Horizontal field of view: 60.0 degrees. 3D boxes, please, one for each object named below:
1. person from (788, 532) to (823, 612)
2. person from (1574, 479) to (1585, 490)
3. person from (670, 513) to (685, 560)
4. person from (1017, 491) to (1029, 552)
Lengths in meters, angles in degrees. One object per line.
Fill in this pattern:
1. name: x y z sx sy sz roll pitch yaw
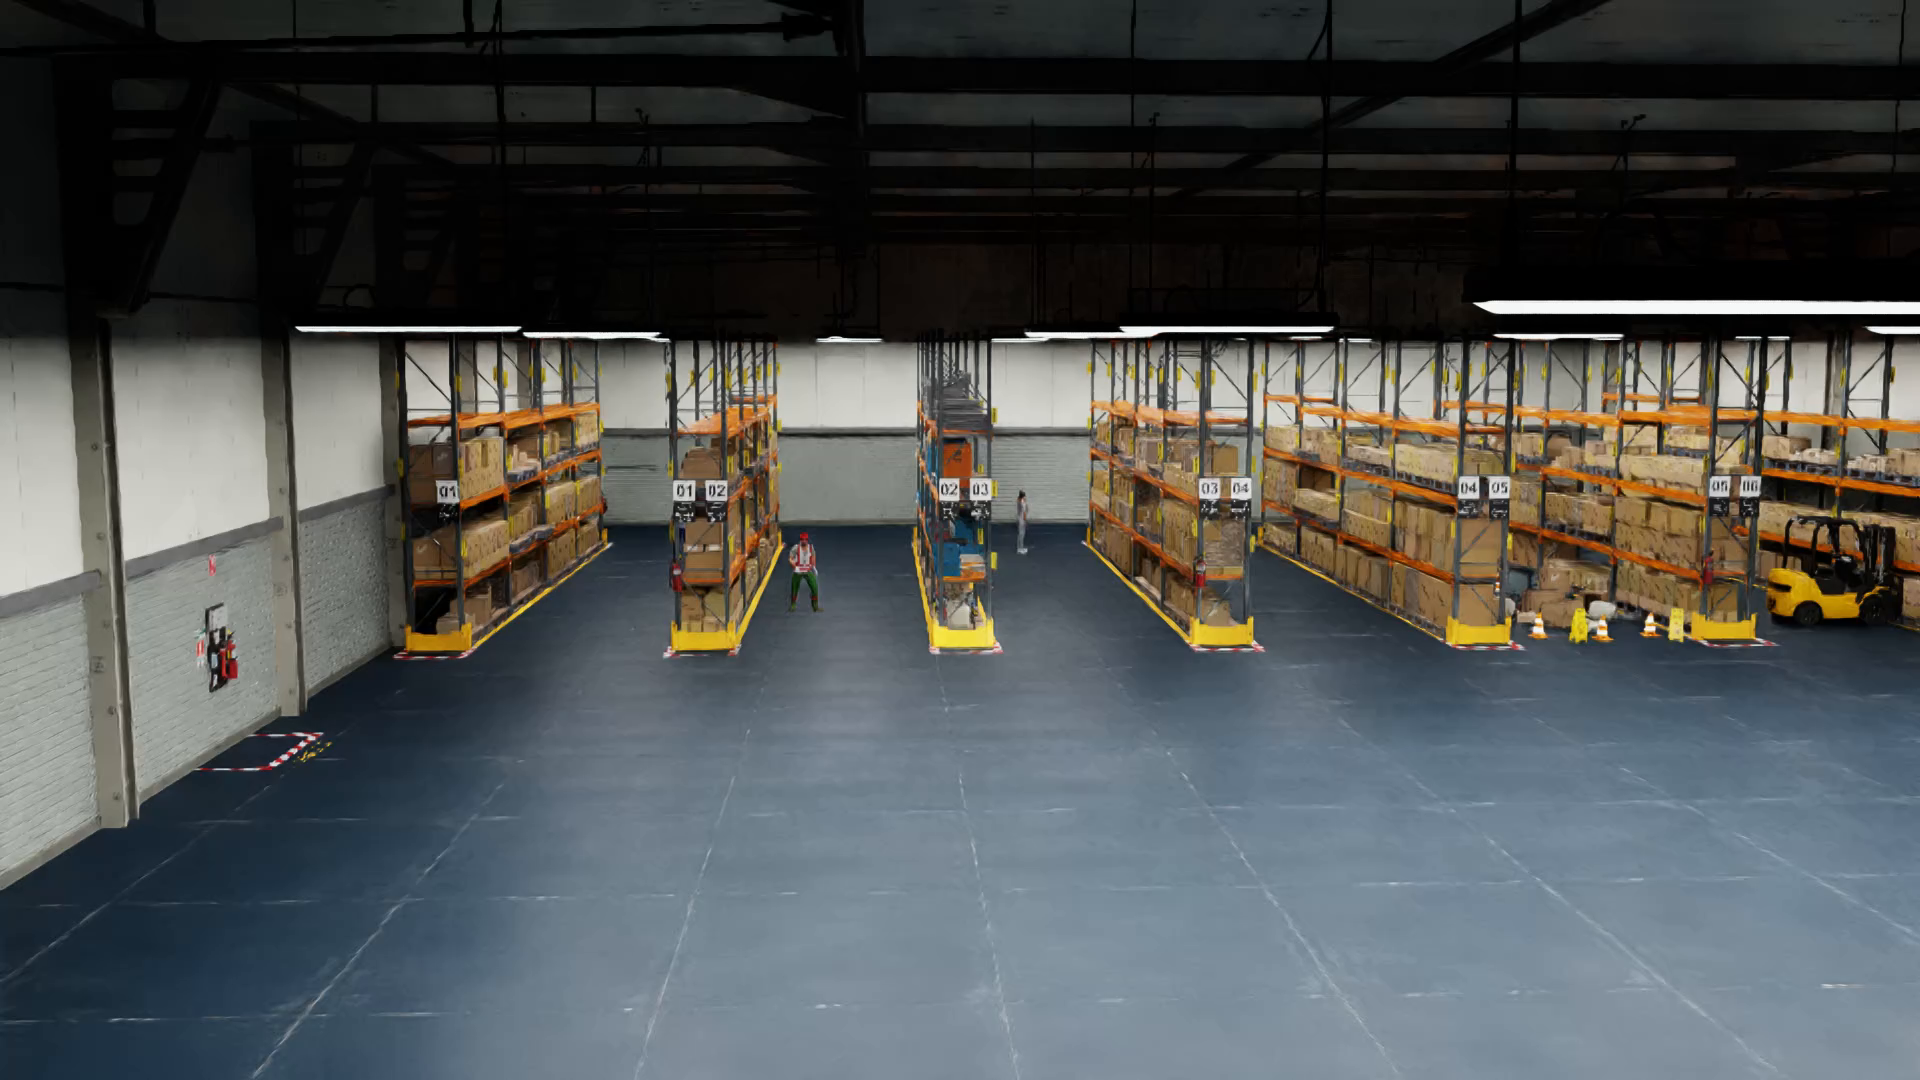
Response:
1. person: -3.355 0.668 35.603 0.686 1.716 0.838 -2 7 -19
2. person: 18.703 -1.019 50.229 0.533 1.670 0.516 5 8 34
3. person: -7.334 -0.227 43.870 0.625 1.596 0.510 -1 7 -5
4. person: 1.732 -0.462 45.817 0.391 1.555 0.558 -2 7 -14
